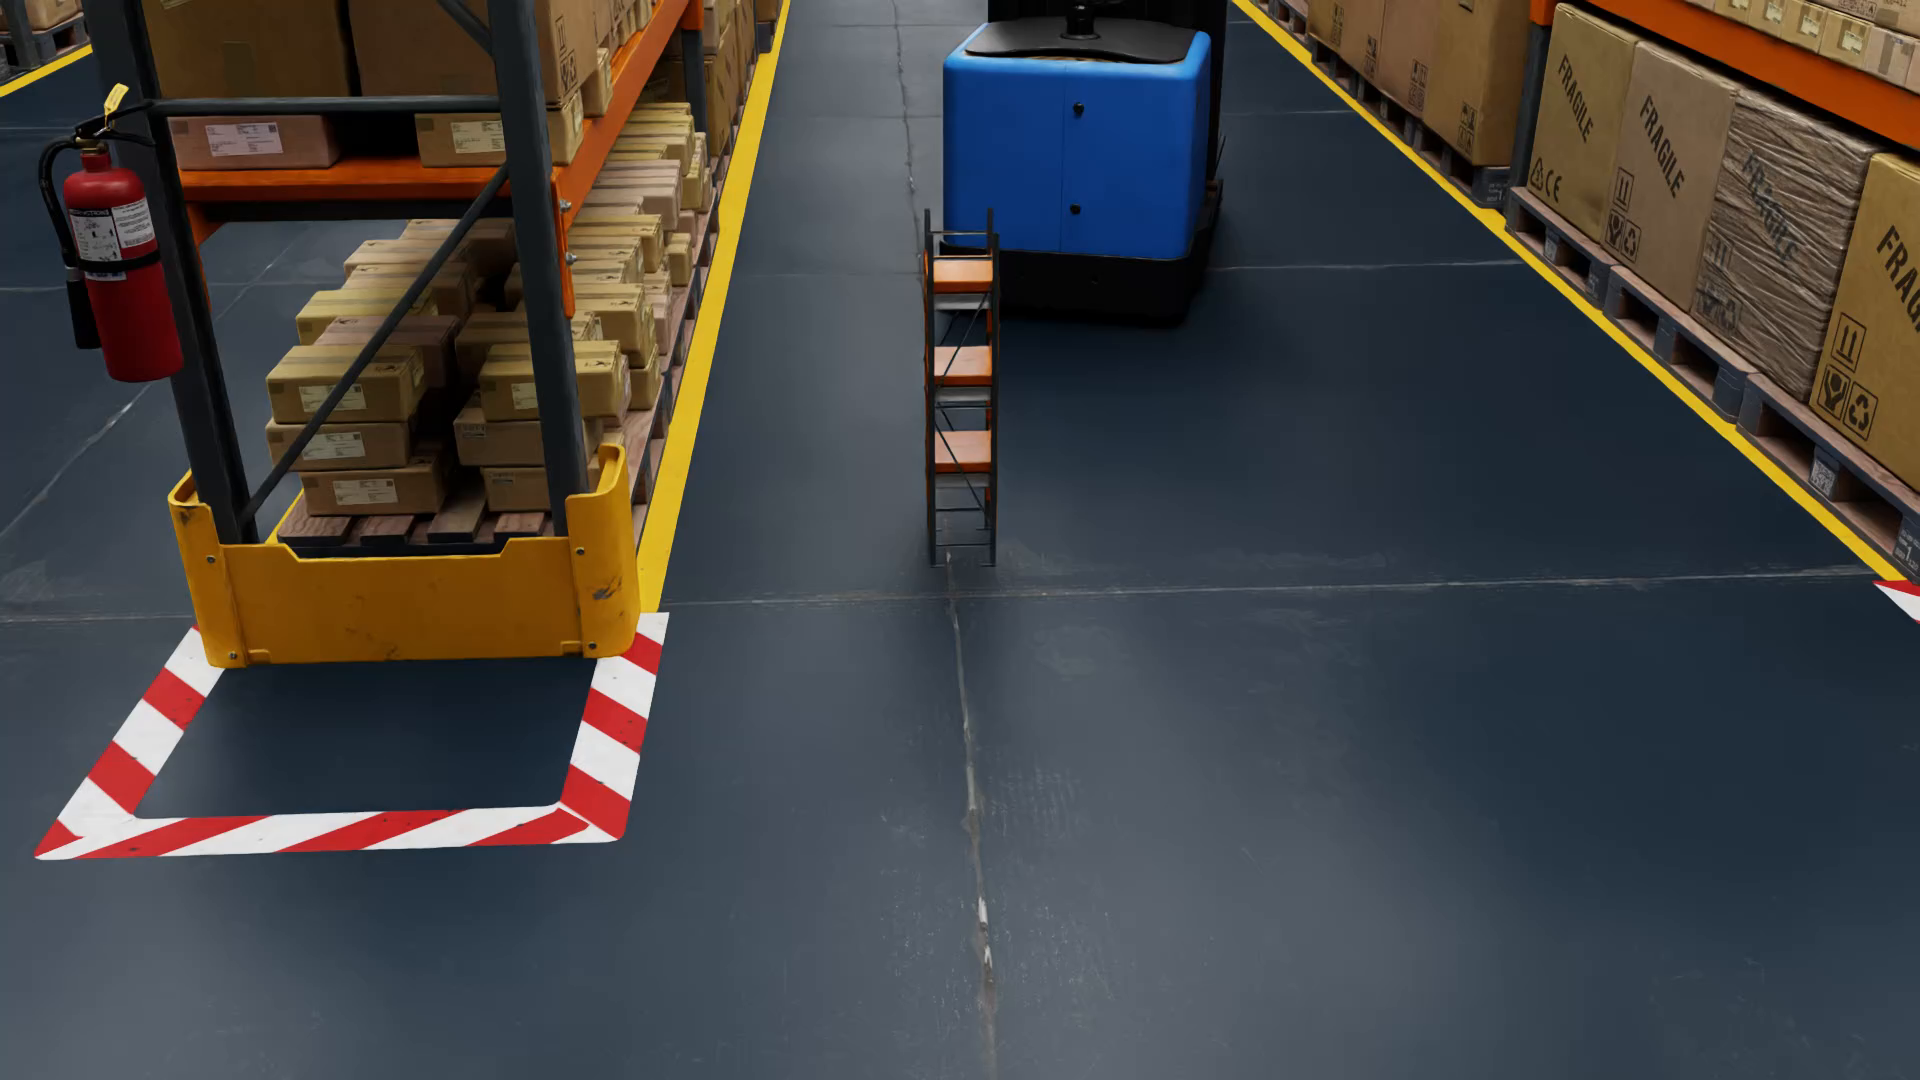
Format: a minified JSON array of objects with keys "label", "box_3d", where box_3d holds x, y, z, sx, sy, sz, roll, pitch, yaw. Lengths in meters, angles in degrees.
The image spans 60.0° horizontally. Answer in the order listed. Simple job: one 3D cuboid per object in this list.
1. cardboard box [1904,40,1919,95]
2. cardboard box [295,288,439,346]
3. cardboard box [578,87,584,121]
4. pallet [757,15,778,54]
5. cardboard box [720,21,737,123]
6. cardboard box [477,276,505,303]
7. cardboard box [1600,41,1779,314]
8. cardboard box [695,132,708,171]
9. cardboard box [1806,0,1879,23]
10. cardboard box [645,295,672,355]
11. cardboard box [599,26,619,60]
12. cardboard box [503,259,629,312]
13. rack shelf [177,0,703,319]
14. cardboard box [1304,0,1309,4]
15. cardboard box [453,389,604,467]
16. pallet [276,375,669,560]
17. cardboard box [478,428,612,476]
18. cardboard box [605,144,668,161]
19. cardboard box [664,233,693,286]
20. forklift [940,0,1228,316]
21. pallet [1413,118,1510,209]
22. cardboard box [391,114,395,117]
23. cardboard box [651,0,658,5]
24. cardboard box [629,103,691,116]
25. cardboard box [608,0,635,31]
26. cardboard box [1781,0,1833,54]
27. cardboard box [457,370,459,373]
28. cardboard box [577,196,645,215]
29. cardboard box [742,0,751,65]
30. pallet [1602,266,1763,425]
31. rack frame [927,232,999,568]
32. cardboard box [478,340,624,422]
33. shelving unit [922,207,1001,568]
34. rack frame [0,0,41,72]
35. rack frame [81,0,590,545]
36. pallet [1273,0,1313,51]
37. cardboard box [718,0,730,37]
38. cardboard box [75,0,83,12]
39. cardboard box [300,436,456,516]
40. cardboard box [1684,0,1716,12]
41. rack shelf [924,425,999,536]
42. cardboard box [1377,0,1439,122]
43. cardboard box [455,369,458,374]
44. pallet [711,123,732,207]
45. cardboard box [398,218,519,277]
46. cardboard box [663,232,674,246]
[{"label":"cardboard box","box_3d":[3.074,-1.389,4.941,0.380,0.149,0.250,-1,28,-3]},{"label":"cardboard box","box_3d":[-1.886,-0.692,5.319,0.380,0.149,0.250,-2,28,-4]},{"label":"cardboard box","box_3d":[-1.254,-1.197,4.572,0.380,0.149,0.250,0,28,-1]},{"label":"pallet","box_3d":[-1.893,-3.858,12.419,1.003,0.211,1.213,-1,28,-3]},{"label":"cardboard box","box_3d":[-1.521,-2.551,9.147,0.500,0.500,0.500,0,28,0]},{"label":"cardboard box","box_3d":[-1.886,-0.923,6.082,0.380,0.149,0.250,0,28,0]},{"label":"cardboard box","box_3d":[3.242,-1.476,6.680,0.875,0.875,0.875,-1,28,-3]},{"label":"cardboard box","box_3d":[-1.385,-1.798,7.760,0.380,0.149,0.250,-1,28,-2]},{"label":"cardboard box","box_3d":[3.106,-1.859,5.412,0.500,0.250,0.500,-2,28,-4]},{"label":"cardboard box","box_3d":[-1.271,-0.793,6.155,0.380,0.149,0.250,-3,28,-5]},{"label":"cardboard box","box_3d":[-1.339,-1.679,5.497,0.380,0.149,0.250,-2,28,-4]},{"label":"cardboard box","box_3d":[-1.313,-0.827,5.576,0.380,0.149,0.250,-3,28,-5]},{"label":"rack shelf","box_3d":[-1.614,-1.639,5.926,1.077,0.370,4.000,-1,28,-3]},{"label":"cardboard box","box_3d":[2.976,-4.197,12.281,0.700,0.500,0.500,-3,28,-5]},{"label":"cardboard box","box_3d":[-1.281,-0.336,4.958,0.380,0.149,0.250,0,28,0]},{"label":"pallet","box_3d":[-1.521,-0.209,5.422,1.003,0.211,1.213,-1,28,-3]},{"label":"cardboard box","box_3d":[-1.313,-0.325,5.258,0.380,0.149,0.250,-1,28,-3]},{"label":"cardboard box","box_3d":[-1.431,-1.556,6.974,0.380,0.149,0.250,-1,28,-1]},{"label":"cardboard box","box_3d":[-1.304,-1.153,6.845,0.380,0.149,0.250,-1,28,-3]},{"label":"forklift","box_3d":[0.721,-2.888,7.617,1.130,2.935,3.031,6,28,10]},{"label":"pallet","box_3d":[3.124,-2.073,8.995,1.003,0.211,1.213,-1,28,-3]},{"label":"cardboard box","box_3d":[-1.812,-1.298,4.766,0.380,0.149,0.250,-2,28,-3]},{"label":"cardboard box","box_3d":[-1.360,-2.158,6.416,0.380,0.149,0.250,-3,28,-5]},{"label":"cardboard box","box_3d":[-1.440,-1.909,7.652,0.380,0.149,0.250,-1,28,-1]},{"label":"cardboard box","box_3d":[-1.323,-1.897,5.214,0.500,0.500,0.500,-1,28,-2]},{"label":"cardboard box","box_3d":[3.033,-1.744,5.621,0.380,0.149,0.250,-1,28,-2]},{"label":"cardboard box","box_3d":[-1.814,-0.548,5.686,0.380,0.149,0.250,-1,28,-2]},{"label":"cardboard box","box_3d":[-1.395,-1.191,6.276,0.380,0.149,0.250,-1,28,-3]},{"label":"cardboard box","box_3d":[-1.608,-3.269,10.523,0.500,0.500,0.500,0,28,-1]},{"label":"pallet","box_3d":[3.268,-0.800,6.556,1.003,0.211,1.213,-1,28,-3]},{"label":"rack frame","box_3d":[0.009,-0.384,4.852,0.200,1.050,0.008,-1,28,-3]},{"label":"cardboard box","box_3d":[-1.198,-0.470,4.893,0.380,0.149,0.250,-3,28,-5]},{"label":"shelving unit","box_3d":[0.003,-0.441,4.960,0.215,1.050,0.252,-1,28,-3]},{"label":"rack frame","box_3d":[-6.865,-4.562,10.754,1.000,3.000,0.127,-1,28,-3]},{"label":"rack frame","box_3d":[-1.510,-1.034,3.989,1.000,3.000,0.127,-1,28,-3]},{"label":"pallet","box_3d":[2.992,-3.926,12.549,1.003,0.211,1.213,-1,28,-3]},{"label":"cardboard box","box_3d":[-1.523,-2.885,8.976,0.500,0.250,0.500,-1,28,-1]},{"label":"cardboard box","box_3d":[-6.931,-4.185,12.418,0.950,0.372,0.625,-2,28,-4]},{"label":"cardboard box","box_3d":[-1.745,-0.194,5.007,0.380,0.149,0.250,-1,28,-2]},{"label":"cardboard box","box_3d":[2.991,-2.100,6.304,0.380,0.149,0.250,-1,28,-2]},{"label":"rack shelf","box_3d":[0.003,-0.185,5.093,0.215,0.259,0.240,-1,28,-3]},{"label":"cardboard box","box_3d":[3.139,-2.906,9.422,1.225,0.875,0.875,-2,28,-4]},{"label":"cardboard box","box_3d":[-1.851,-0.565,5.396,0.380,0.149,0.250,-2,28,-5]},{"label":"pallet","box_3d":[-1.761,-2.004,8.865,1.003,0.211,1.213,-1,28,-3]},{"label":"cardboard box","box_3d":[-1.809,-1.061,6.025,0.380,0.149,0.250,-2,28,-4]},{"label":"cardboard box","box_3d":[-1.378,-1.314,6.833,0.380,0.149,0.250,-1,28,-1]}]
